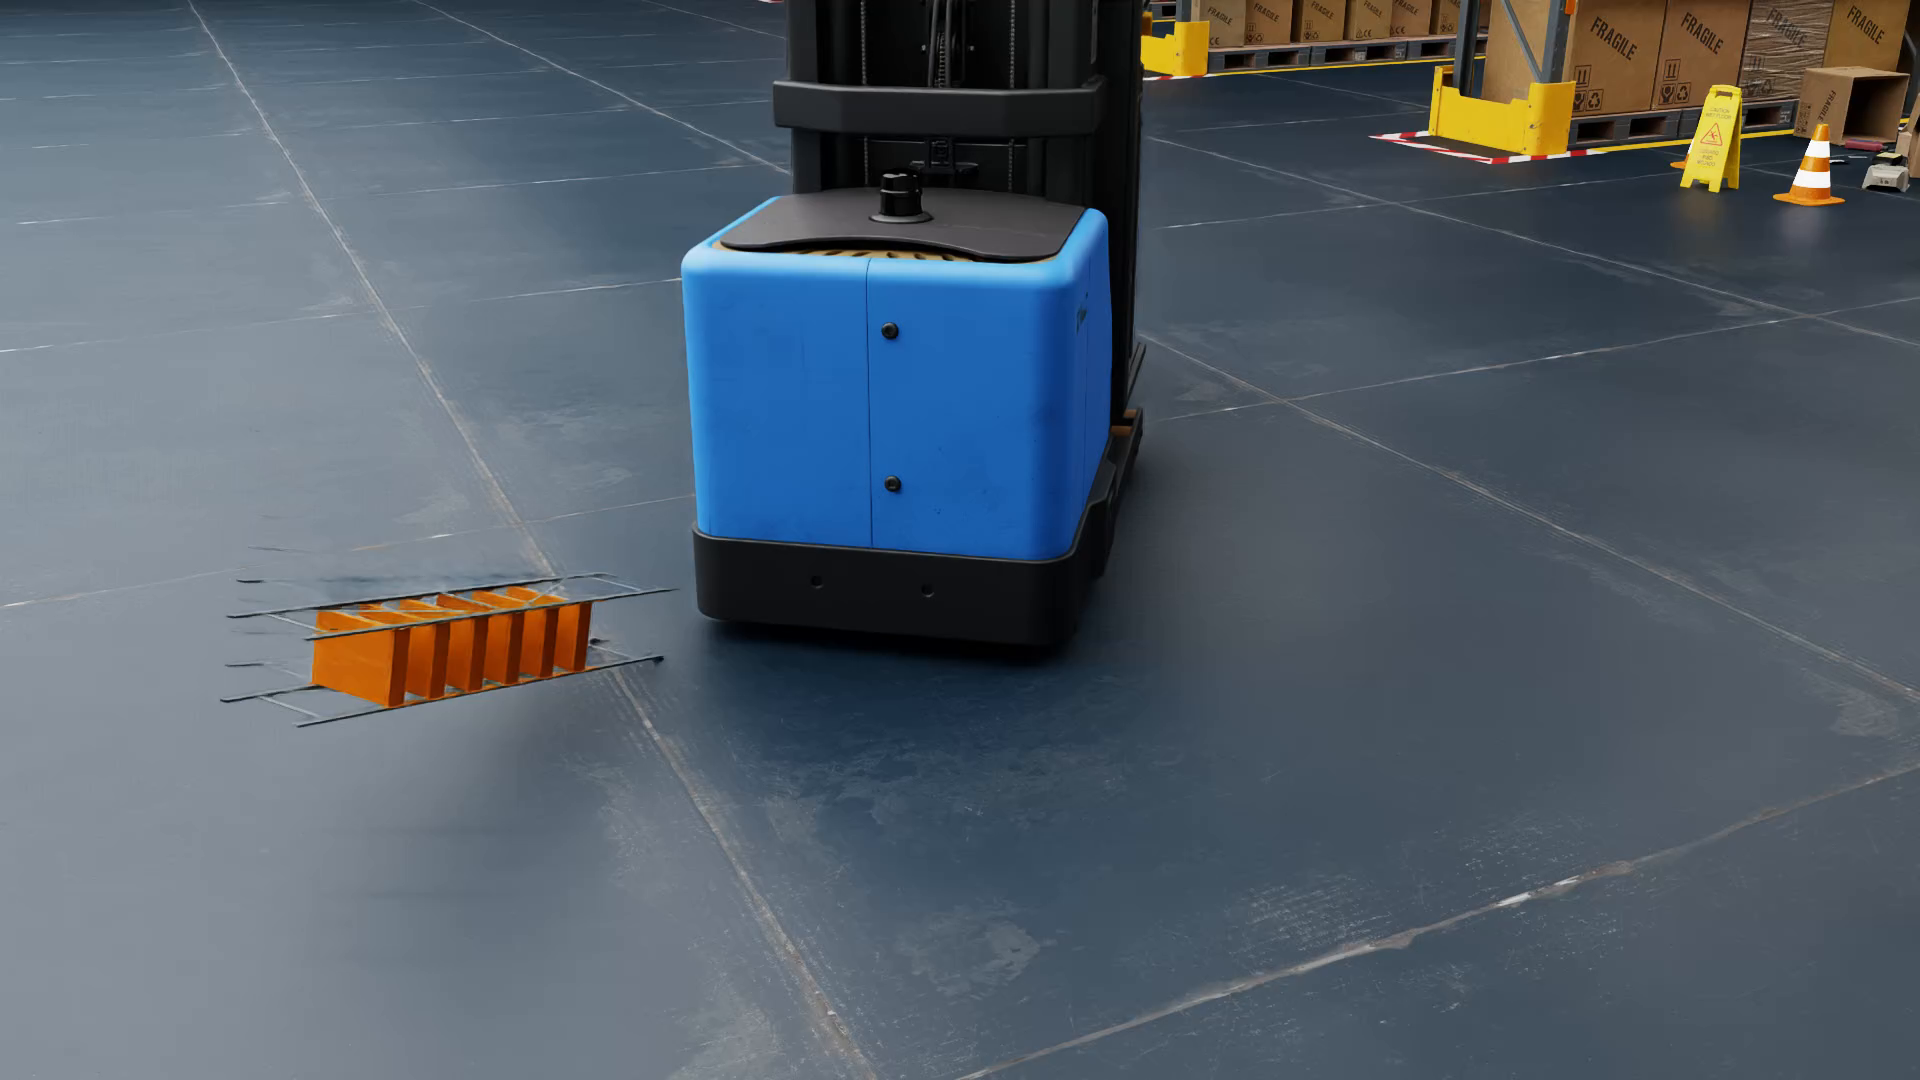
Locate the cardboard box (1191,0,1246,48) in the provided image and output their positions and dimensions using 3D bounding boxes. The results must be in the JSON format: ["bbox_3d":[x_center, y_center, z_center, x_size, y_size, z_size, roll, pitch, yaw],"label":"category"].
[{"bbox_3d":[2.523,-5.215,16.645,0.500,0.500,0.500,-6,23,-14],"label":"cardboard box"}]

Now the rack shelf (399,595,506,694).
[{"bbox_3d":[-1.209,0.241,3.924,0.258,0.180,0.103,12,9,27],"label":"rack shelf"}]

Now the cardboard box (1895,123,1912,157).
[{"bbox_3d":[6.867,-2.832,11.745,0.258,0.266,0.396,-6,23,-14],"label":"cardboard box"}]

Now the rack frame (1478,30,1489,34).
[{"bbox_3d":[5.557,-6.741,17.614,0.127,3.000,1.000,-10,25,-24],"label":"rack frame"}]

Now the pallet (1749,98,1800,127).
[{"bbox_3d":[6.898,-3.628,13.738,1.213,0.211,1.003,-10,25,-24],"label":"pallet"}]

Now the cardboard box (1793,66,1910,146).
[{"bbox_3d":[6.663,-3.250,12.445,0.500,0.500,0.500,-6,23,-14],"label":"cardboard box"}]

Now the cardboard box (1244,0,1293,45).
[{"bbox_3d":[3.046,-5.326,16.913,0.500,0.500,0.500,-4,23,-10],"label":"cardboard box"}]

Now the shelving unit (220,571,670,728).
[{"bbox_3d":[-1.173,0.237,3.991,0.258,0.189,1.200,12,9,27],"label":"shelving unit"}]

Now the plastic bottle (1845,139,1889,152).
[{"bbox_3d":[6.612,-2.868,12.100,0.283,0.061,0.133,20,30,40],"label":"plastic bottle"}]

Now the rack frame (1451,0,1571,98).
[{"bbox_3d":[4.013,-4.352,11.841,0.127,3.000,1.000,-10,25,-24],"label":"rack frame"}]

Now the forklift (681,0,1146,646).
[{"bbox_3d":[0.054,-1.607,5.301,1.130,2.935,3.031,4,23,10],"label":"forklift"}]

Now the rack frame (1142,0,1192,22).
[{"bbox_3d":[1.953,-6.078,16.011,0.127,3.000,1.000,-10,25,-24],"label":"rack frame"}]

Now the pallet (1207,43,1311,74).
[{"bbox_3d":[2.768,-4.925,16.871,1.213,0.211,1.003,-10,25,-24],"label":"pallet"}]

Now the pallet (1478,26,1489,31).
[{"bbox_3d":[6.258,-5.583,18.460,1.213,0.211,1.003,-10,25,-24],"label":"pallet"}]

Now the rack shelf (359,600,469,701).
[{"bbox_3d":[-1.265,0.248,3.818,0.258,0.180,0.103,12,9,27],"label":"rack shelf"}]

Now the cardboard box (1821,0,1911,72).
[{"bbox_3d":[7.020,-4.147,13.576,0.875,0.875,0.875,-10,25,-23],"label":"cardboard box"}]

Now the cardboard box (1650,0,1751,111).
[{"bbox_3d":[5.387,-3.846,12.848,0.875,0.875,0.875,-11,25,-24],"label":"cardboard box"}]

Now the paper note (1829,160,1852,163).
[{"bbox_3d":[6.124,-2.647,11.607,0.142,0.017,0.144,-2,23,-5],"label":"paper note"}]

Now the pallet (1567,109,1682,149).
[{"bbox_3d":[4.699,-3.223,12.760,1.213,0.211,1.003,-10,25,-24],"label":"pallet"}]

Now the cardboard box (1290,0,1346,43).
[{"bbox_3d":[3.619,-5.423,17.148,0.500,0.500,0.500,-8,24,-19],"label":"cardboard box"}]

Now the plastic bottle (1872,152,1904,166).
[{"bbox_3d":[6.473,-2.657,11.588,0.133,0.061,0.283,20,30,40],"label":"plastic bottle"}]

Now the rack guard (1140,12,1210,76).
[{"bbox_3d":[2.021,-4.935,16.519,0.348,0.500,1.175,-10,25,-24],"label":"rack guard"}]

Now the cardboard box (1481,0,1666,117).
[{"bbox_3d":[4.595,-3.699,12.494,0.875,0.875,0.875,-10,25,-23],"label":"cardboard box"}]

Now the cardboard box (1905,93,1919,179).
[{"bbox_3d":[6.735,-2.673,11.049,0.797,0.503,0.637,10,24,22],"label":"cardboard box"}]

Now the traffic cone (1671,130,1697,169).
[{"bbox_3d":[5.107,-2.778,11.357,0.334,0.463,0.336,-10,25,-24],"label":"traffic cone"}]

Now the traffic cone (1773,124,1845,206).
[{"bbox_3d":[5.291,-2.332,10.280,0.334,0.463,0.336,-10,25,-24],"label":"traffic cone"}]

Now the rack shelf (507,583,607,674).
[{"bbox_3d":[-1.040,0.220,4.241,0.258,0.180,0.103,12,9,27],"label":"rack shelf"}]

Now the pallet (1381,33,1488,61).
[{"bbox_3d":[4.967,-5.329,17.849,1.213,0.211,1.003,-10,25,-24],"label":"pallet"}]

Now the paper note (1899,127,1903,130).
[{"bbox_3d":[7.404,-3.220,12.988,0.147,0.020,0.142,10,24,22],"label":"paper note"}]

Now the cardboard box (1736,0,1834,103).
[{"bbox_3d":[6.209,-3.997,13.212,0.875,0.875,0.875,-10,25,-23],"label":"cardboard box"}]

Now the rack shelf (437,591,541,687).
[{"bbox_3d":[-1.153,0.234,4.030,0.258,0.180,0.103,12,9,27],"label":"rack shelf"}]

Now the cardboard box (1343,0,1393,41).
[{"bbox_3d":[4.141,-5.500,17.335,0.500,0.500,0.500,-13,26,-28],"label":"cardboard box"}]

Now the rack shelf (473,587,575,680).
[{"bbox_3d":[-1.096,0.227,4.136,0.258,0.180,0.103,12,9,27],"label":"rack shelf"}]

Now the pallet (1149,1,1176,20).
[{"bbox_3d":[2.786,-7.063,22.036,1.213,0.211,1.003,-10,25,-24],"label":"pallet"}]

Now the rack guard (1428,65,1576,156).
[{"bbox_3d":[3.991,-3.193,12.309,0.348,0.500,1.175,-10,25,-24],"label":"rack guard"}]

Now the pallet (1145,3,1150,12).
[{"bbox_3d":[1.685,-6.859,21.544,1.213,0.211,1.003,-10,25,-24],"label":"pallet"}]

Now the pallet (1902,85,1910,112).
[{"bbox_3d":[8.280,-3.881,14.349,1.213,0.211,1.003,-10,25,-24],"label":"pallet"}]

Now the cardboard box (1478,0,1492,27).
[{"bbox_3d":[6.119,-5.884,18.236,0.500,0.500,0.700,-13,26,-28],"label":"cardboard box"}]

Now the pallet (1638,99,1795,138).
[{"bbox_3d":[5.797,-3.424,13.245,1.213,0.211,1.003,-10,25,-24],"label":"pallet"}]

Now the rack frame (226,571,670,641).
[{"bbox_3d":[-1.161,0.147,3.978,0.240,0.006,1.200,12,9,27],"label":"rack frame"}]

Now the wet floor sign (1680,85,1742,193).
[{"bbox_3d":[4.845,-2.577,10.631,0.232,0.644,0.267,-15,27,-33],"label":"wet floor sign"}]

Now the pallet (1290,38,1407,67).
[{"bbox_3d":[3.866,-5.125,17.356,1.213,0.211,1.003,-10,25,-24],"label":"pallet"}]

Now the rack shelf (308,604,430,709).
[{"bbox_3d":[-1.321,0.255,3.712,0.258,0.180,0.103,12,9,27],"label":"rack shelf"}]

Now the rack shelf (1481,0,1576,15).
[{"bbox_3d":[5.815,-4.351,12.780,4.000,0.370,1.077,-10,25,-24],"label":"rack shelf"}]

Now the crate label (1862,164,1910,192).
[{"bbox_3d":[5.972,-2.334,10.709,0.250,0.136,0.298,15,27,31],"label":"crate label"}]

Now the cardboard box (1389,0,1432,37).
[{"bbox_3d":[4.666,-5.630,17.649,0.500,0.500,0.500,-3,23,-7],"label":"cardboard box"}]

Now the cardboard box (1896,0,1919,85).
[{"bbox_3d":[8.137,-4.304,14.118,0.750,0.750,1.050,-11,25,-24],"label":"cardboard box"}]

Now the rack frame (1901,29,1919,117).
[{"bbox_3d":[7.617,-5.015,13.444,0.127,3.000,1.000,-10,25,-24],"label":"rack frame"}]

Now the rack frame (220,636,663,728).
[{"bbox_3d":[-1.186,0.326,4.003,0.240,0.006,1.200,12,9,27],"label":"rack frame"}]

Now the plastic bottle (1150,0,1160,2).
[{"bbox_3d":[2.490,-7.136,21.456,0.185,0.351,0.144,-11,25,-24],"label":"plastic bottle"}]

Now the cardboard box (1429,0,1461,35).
[{"bbox_3d":[5.179,-5.728,17.885,0.500,0.500,0.500,-11,25,-25],"label":"cardboard box"}]
